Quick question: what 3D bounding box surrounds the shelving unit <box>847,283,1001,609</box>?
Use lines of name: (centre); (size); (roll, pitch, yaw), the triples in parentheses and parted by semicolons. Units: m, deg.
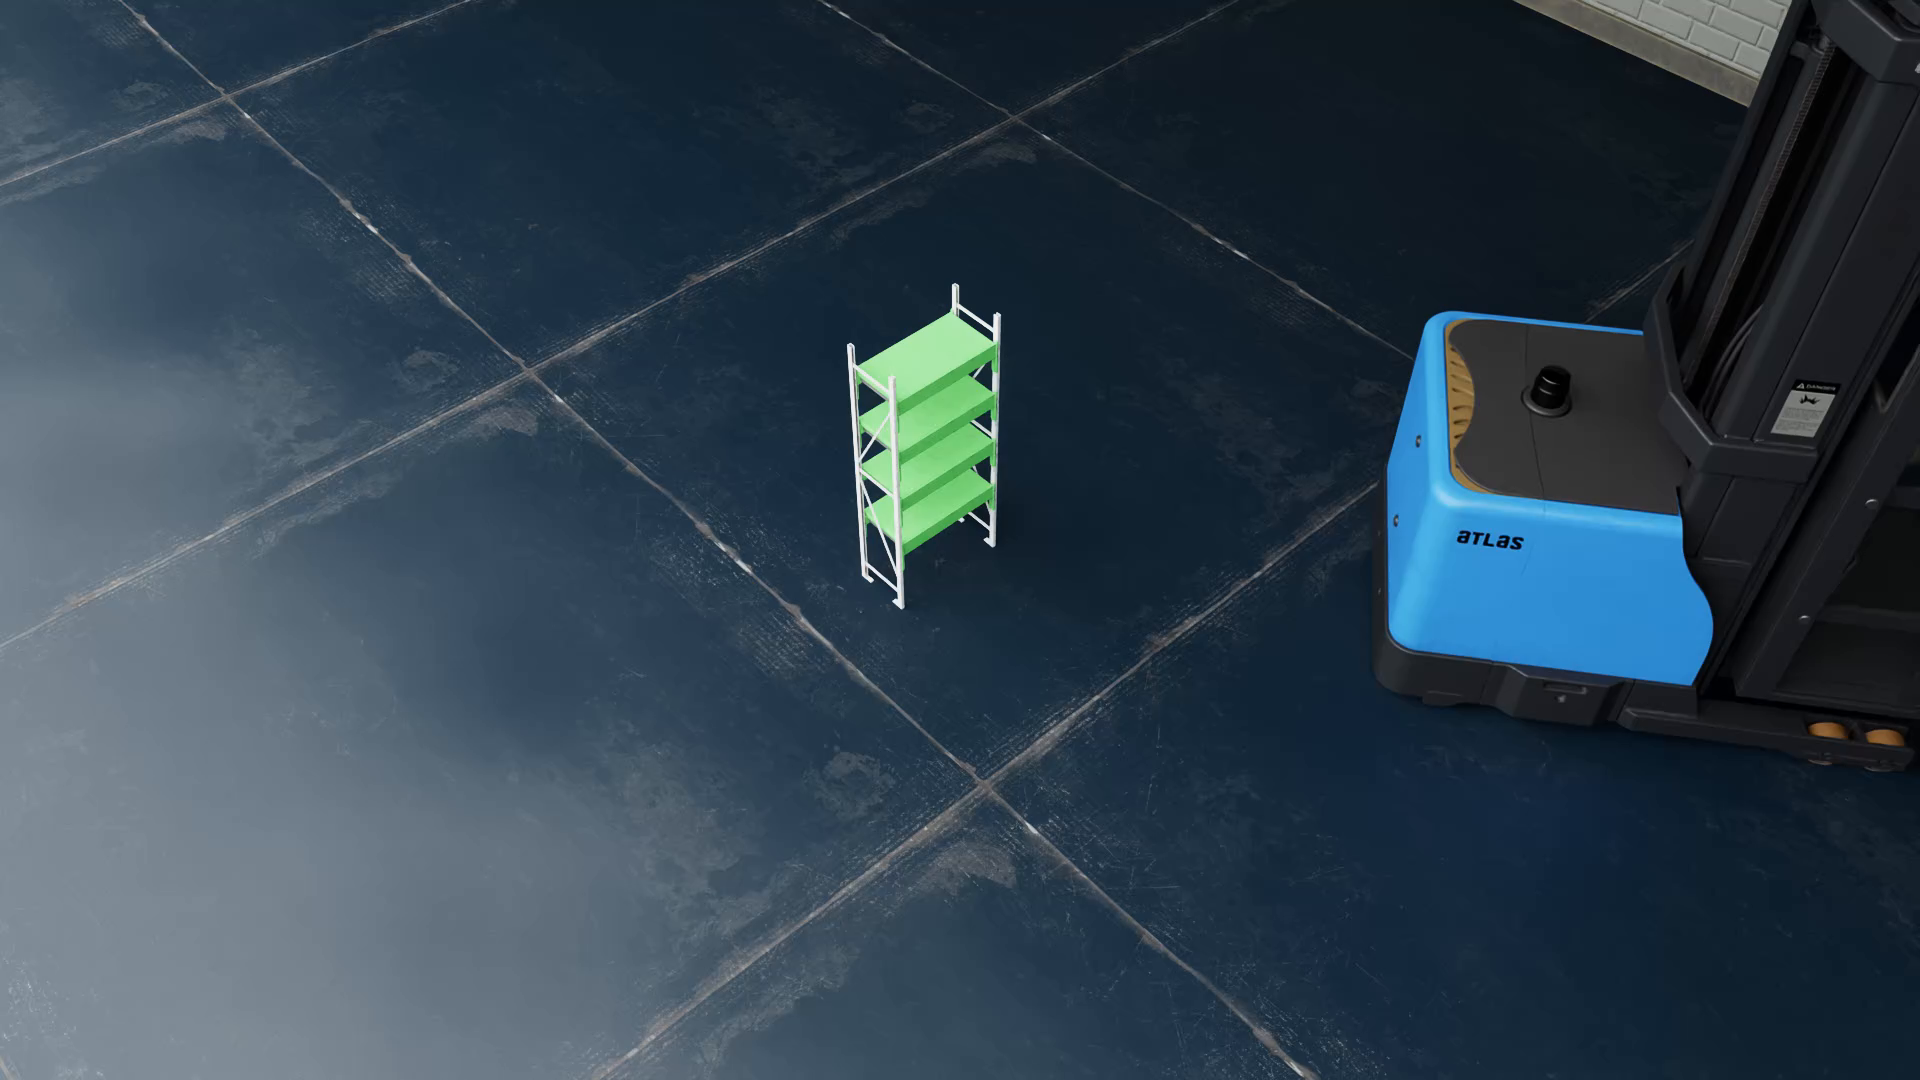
shelving unit: (-0.122, -0.325, 6.234); (0.503, 1.200, 0.258); (-34, 56, -27)

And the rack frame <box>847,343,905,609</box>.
rack frame: (-0.303, -0.204, 6.122); (0.015, 1.200, 0.240); (-34, 56, -27)

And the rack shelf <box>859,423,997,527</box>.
rack shelf: (-0.122, -0.282, 6.280); (0.480, 0.148, 0.258); (-34, 56, -27)

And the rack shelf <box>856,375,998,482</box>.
rack shelf: (-0.122, -0.444, 6.104); (0.480, 0.148, 0.258); (-34, 56, -27)

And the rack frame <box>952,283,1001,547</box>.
rack frame: (0.058, -0.446, 6.345); (0.015, 1.200, 0.240); (-34, 56, -27)

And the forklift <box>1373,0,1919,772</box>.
forklift: (3.106, -0.584, 5.295); (3.031, 2.935, 1.130); (7, 48, 6)

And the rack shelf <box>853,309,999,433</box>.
rack shelf: (-0.122, -0.607, 5.928); (0.480, 0.148, 0.258); (-34, 56, -27)

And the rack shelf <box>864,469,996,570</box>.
rack shelf: (-0.122, -0.119, 6.457); (0.480, 0.148, 0.258); (-34, 56, -27)
